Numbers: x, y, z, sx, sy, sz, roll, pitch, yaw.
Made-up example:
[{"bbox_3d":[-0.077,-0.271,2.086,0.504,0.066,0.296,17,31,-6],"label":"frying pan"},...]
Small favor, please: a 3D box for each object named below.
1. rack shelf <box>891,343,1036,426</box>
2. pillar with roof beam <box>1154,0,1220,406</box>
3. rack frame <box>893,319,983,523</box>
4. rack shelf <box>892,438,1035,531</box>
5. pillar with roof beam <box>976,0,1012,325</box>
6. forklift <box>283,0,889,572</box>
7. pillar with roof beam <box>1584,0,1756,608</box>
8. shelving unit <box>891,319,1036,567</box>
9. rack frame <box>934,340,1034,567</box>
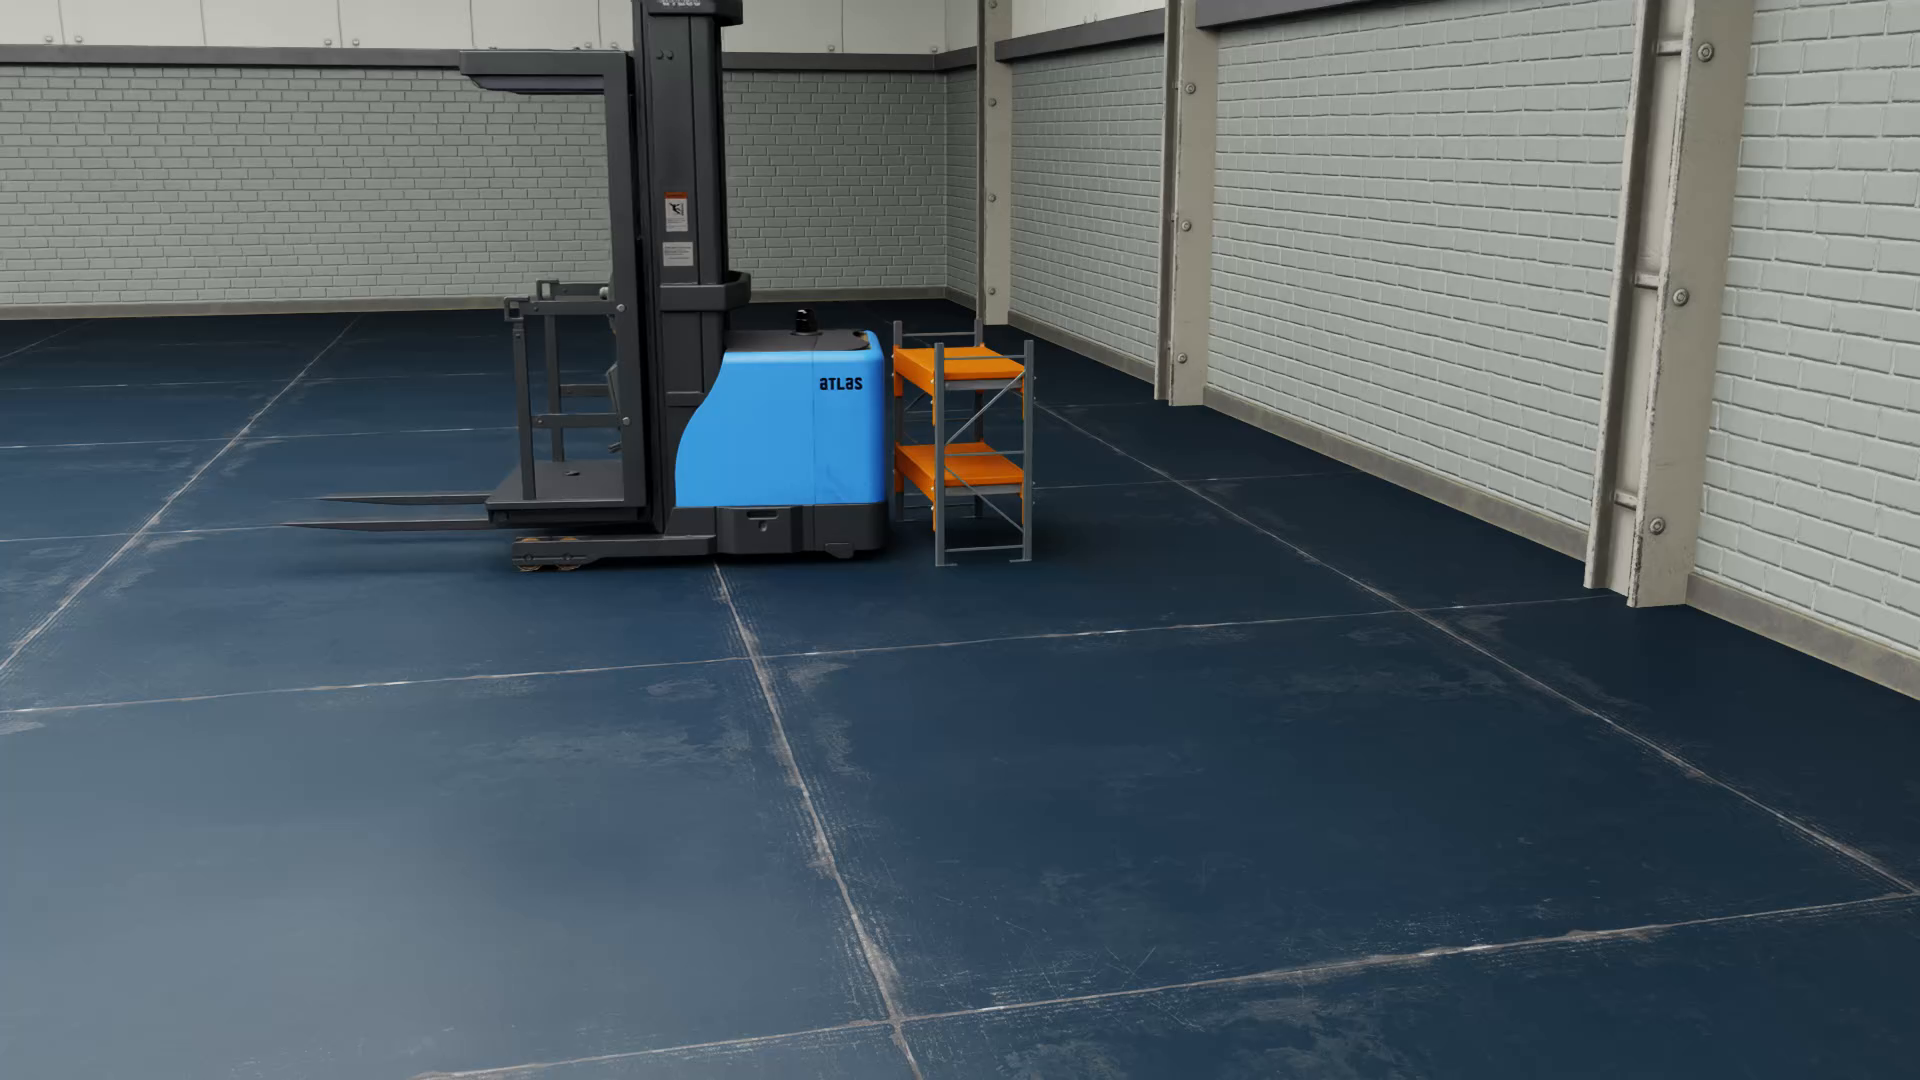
[{"bbox_3d":[0.002,-0.829,8.718,0.538,0.278,1.000,-3,14,-13],"label":"rack shelf"},{"bbox_3d":[-2.391,-5.259,11.491,9.100,9.000,0.400,-3,14,-13],"label":"pillar with roof beam"},{"bbox_3d":[-0.118,-0.662,9.267,0.500,1.125,0.032,-3,14,-13],"label":"rack frame"},{"bbox_3d":[0.002,-0.307,8.845,0.538,0.278,1.000,-3,14,-13],"label":"rack shelf"},{"bbox_3d":[-3.800,-6.643,17.156,9.100,9.000,0.400,-3,14,-13],"label":"pillar with roof beam"},{"bbox_3d":[-1.911,-1.397,8.471,3.031,2.935,1.130,-1,14,-5],"label":"forklift"},{"bbox_3d":[-0.982,-3.874,5.825,9.100,9.000,0.400,-3,14,-13],"label":"pillar with roof beam"},{"bbox_3d":[0.002,-0.545,8.787,0.538,1.125,1.048,-3,14,-13],"label":"shelving unit"},{"bbox_3d":[0.121,-0.428,8.307,0.500,1.125,0.032,-3,14,-13],"label":"rack frame"}]
